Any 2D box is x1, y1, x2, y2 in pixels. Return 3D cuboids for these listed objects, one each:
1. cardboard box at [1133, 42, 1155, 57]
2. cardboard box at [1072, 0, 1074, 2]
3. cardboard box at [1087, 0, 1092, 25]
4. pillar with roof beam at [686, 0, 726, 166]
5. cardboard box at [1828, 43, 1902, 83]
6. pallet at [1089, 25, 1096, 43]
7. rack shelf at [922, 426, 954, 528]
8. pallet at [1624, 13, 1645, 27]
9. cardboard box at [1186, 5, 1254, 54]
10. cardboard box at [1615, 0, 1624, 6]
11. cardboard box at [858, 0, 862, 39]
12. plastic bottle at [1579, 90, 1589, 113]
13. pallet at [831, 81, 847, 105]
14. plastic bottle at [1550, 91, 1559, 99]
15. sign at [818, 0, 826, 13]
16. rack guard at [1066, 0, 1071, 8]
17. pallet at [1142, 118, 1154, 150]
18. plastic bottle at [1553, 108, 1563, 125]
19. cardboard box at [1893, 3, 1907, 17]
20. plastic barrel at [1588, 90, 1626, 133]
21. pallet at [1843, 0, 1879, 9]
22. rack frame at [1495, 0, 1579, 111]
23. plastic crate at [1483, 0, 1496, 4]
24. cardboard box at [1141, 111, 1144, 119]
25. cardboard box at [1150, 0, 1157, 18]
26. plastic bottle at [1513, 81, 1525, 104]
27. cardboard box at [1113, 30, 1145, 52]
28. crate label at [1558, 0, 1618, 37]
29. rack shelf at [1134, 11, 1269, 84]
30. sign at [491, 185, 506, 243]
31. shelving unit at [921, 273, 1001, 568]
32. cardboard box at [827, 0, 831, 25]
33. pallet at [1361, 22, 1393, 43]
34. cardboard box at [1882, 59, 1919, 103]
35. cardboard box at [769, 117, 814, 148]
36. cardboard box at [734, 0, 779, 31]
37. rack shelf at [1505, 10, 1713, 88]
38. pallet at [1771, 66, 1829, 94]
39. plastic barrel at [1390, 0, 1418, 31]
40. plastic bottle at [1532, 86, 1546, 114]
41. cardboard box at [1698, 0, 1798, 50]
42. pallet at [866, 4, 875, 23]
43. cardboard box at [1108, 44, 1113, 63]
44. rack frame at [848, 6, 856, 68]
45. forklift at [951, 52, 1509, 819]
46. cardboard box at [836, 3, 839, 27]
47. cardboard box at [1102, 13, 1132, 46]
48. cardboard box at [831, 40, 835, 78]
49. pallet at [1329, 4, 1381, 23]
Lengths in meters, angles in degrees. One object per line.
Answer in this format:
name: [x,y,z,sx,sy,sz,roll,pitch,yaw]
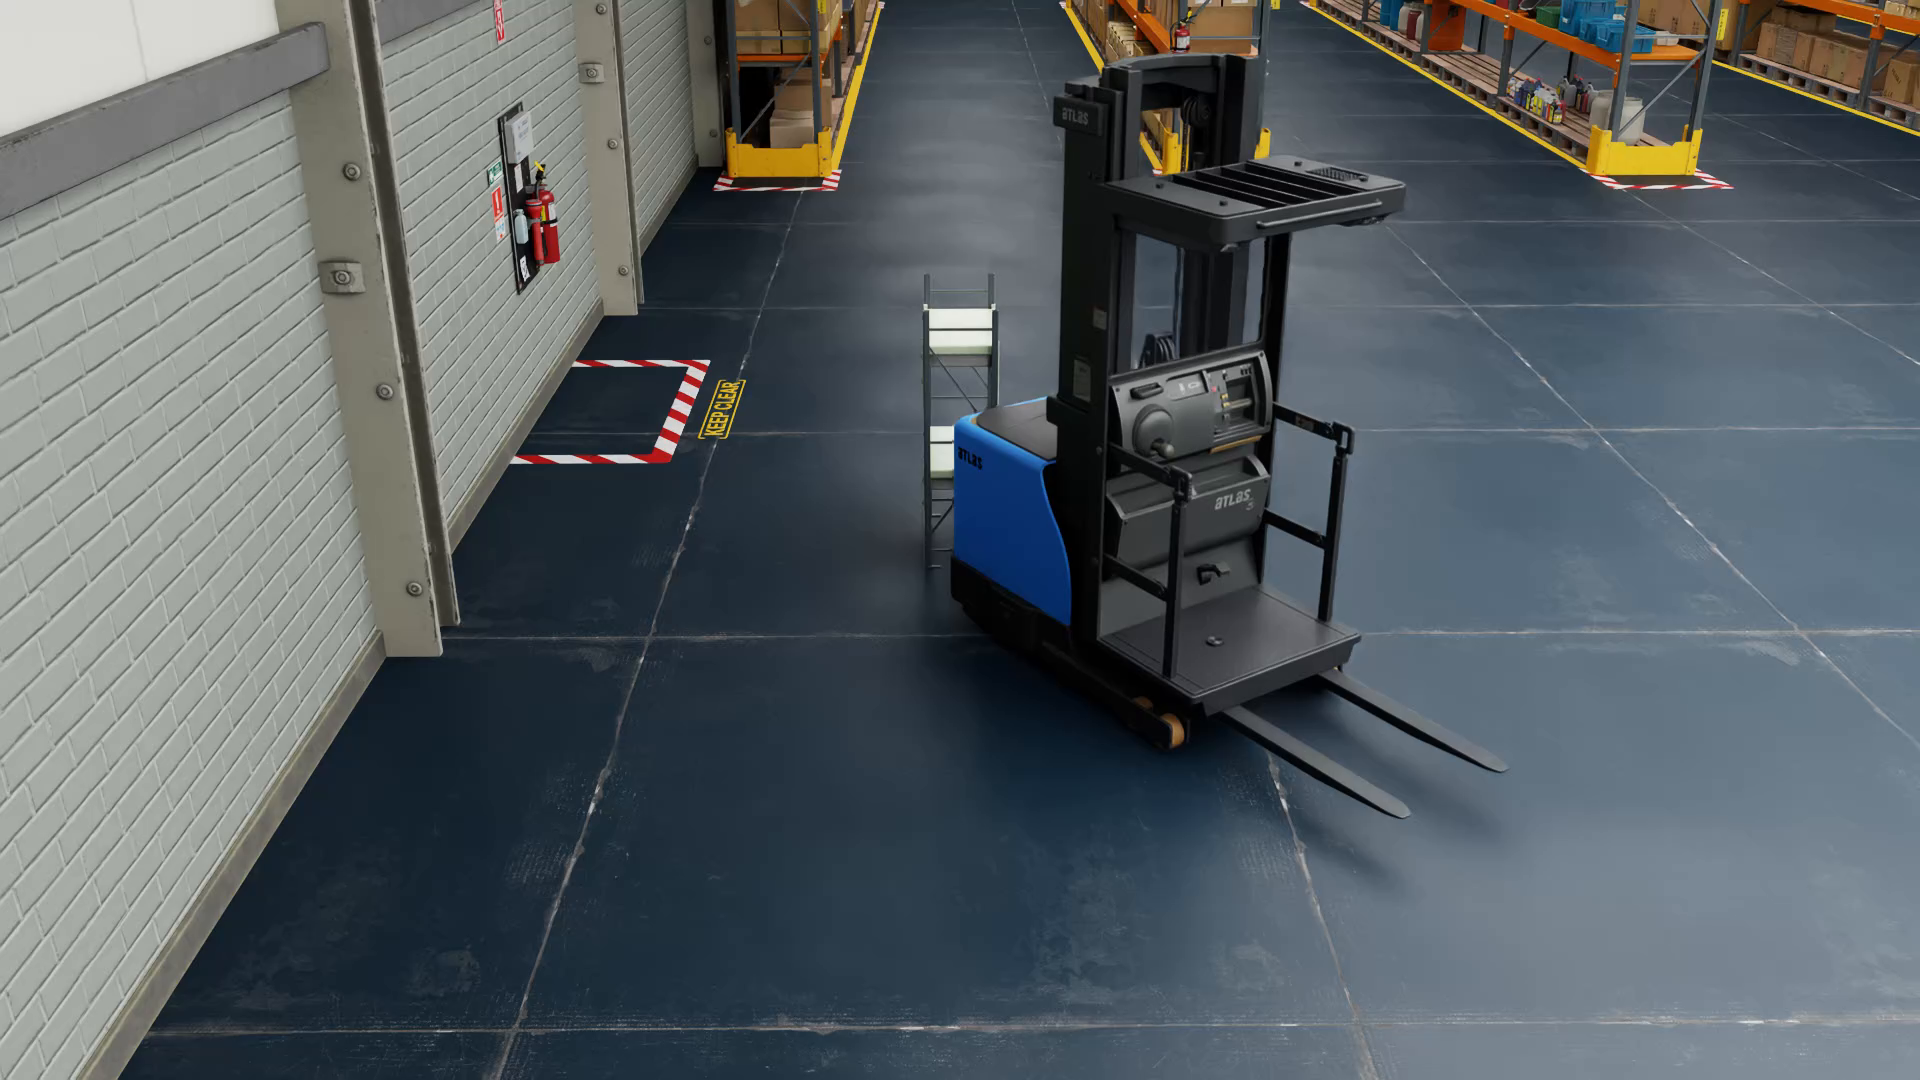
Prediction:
cardboard box: [2.547,-6.277,21.906,0.500,0.500,0.500,0,24,-1]
cardboard box: [2.452,-10.650,32.461,0.500,0.250,0.500,0,24,-1]
cardboard box: [2.529,-9.347,29.276,0.500,0.500,0.500,-1,24,-3]
pillar with roof beam: [1.377,-8.555,17.745,9.100,9.000,0.400,0,24,-1]
cardboard box: [12.789,-6.744,23.520,0.700,0.500,0.500,0,24,-1]
pallet: [2.814,-8.880,29.129,1.003,0.211,1.213,0,24,-1]
rack shelf: [0.000,-0.384,9.569,0.431,0.370,0.720,0,24,-1]
pallet: [12.743,-9.572,30.658,1.003,0.211,1.213,0,24,-1]
cardboard box: [2.906,-5.779,18.767,0.700,0.500,0.500,0,24,-1]
cardboard box: [12.737,-10.395,31.163,0.875,0.875,0.875,0,24,-1]
cardboard box: [-2.022,-8.690,27.424,0.750,0.750,0.750,0,24,-1]
plastic bottle: [8.000,-5.629,21.318,0.061,0.283,0.133,0,24,-1]
pallet: [-2.108,-6.216,23.237,1.003,0.211,1.213,0,24,-1]
plastic bottle: [7.557,-5.593,21.248,0.152,0.276,0.135,0,24,-1]
sign: [-1.512,-5.914,18.136,0.100,0.325,0.005,0,24,-1]
rack guard: [2.725,-10.964,33.385,1.175,0.500,0.348,0,24,-1]
pallet: [2.838,-5.087,20.741,1.003,0.211,1.213,0,24,-1]
plastic bottle: [7.393,-5.242,20.562,0.097,0.201,0.097,0,24,0]
cardboard box: [12.452,-6.925,21.726,0.380,0.149,0.250,0,24,-1]
plastic barrel: [7.763,-5.097,19.889,0.421,0.512,0.421,0,24,0]
pallet: [12.898,-7.461,22.838,1.003,0.211,1.213,0,24,-1]
rack frame: [7.808,-7.210,22.052,1.000,3.000,0.127,0,24,-1]
plastic crate: [7.485,-7.656,23.057,0.392,0.384,0.575,0,24,-1]
cardboard box: [2.558,-5.523,21.149,0.500,0.250,0.500,0,24,-1]
cardboard box: [2.866,-7.052,21.581,0.700,0.500,0.500,-1,24,-2]
plastic bottle: [7.404,-5.903,21.934,0.152,0.276,0.135,1,24,1]
cardboard box: [2.541,-7.388,24.592,0.500,0.311,0.500,-1,24,-2]
crate label: [7.561,-6.335,20.074,0.502,0.435,0.616,0,24,-1]
rack shelf: [2.877,-6.037,20.332,1.077,0.370,4.000,0,24,-1]
sign: [-2.970,-2.099,10.708,0.001,0.329,0.234,0,24,-1]
shelving unit: [0.000,-0.681,9.435,0.431,1.500,0.755,0,24,-1]
cardboard box: [-1.755,-6.202,19.070,0.500,0.500,0.500,0,24,0]
pallet: [7.688,-8.918,29.212,1.003,0.211,1.213,0,24,-1]
cardboard box: [12.725,-6.120,22.165,0.500,0.500,0.500,-1,24,-2]
cardboard box: [-1.972,-4.778,19.404,0.500,0.311,0.500,-3,25,-7]
cardboard box: [-2.272,-5.993,18.609,0.500,0.500,0.500,-1,24,-1]
rack shelf: [7.830,-6.058,20.378,1.077,0.370,4.000,0,24,-1]
pallet: [12.735,-6.787,24.499,1.003,0.211,1.213,0,24,-1]
plastic barrel: [7.717,-9.226,28.546,0.600,0.901,0.708,0,24,-1]
plastic bottle: [7.409,-5.616,21.208,0.144,0.351,0.185,0,24,-1]
cardboard box: [12.730,-8.388,26.726,1.225,0.875,0.875,-1,24,-3]
pallet: [-2.132,-10.009,31.625,1.003,0.211,1.213,0,24,-1]
cardboard box: [2.530,-7.352,25.192,0.500,0.250,0.500,-1,24,-2]
rack frame: [-2.142,-8.814,25.598,1.000,3.000,0.127,0,24,-1]
forklift: [1.201,-0.598,7.515,1.130,2.935,3.031,-16,29,-31]
cardboard box: [-1.772,-6.500,20.640,0.500,0.250,0.500,0,24,-1]
cardboard box: [2.566,-8.283,26.925,0.500,0.500,0.500,1,24,2]
cardboard box: [-2.144,-6.953,23.984,0.700,0.500,0.500,0,24,0]
pallet: [7.658,-10.043,31.699,1.003,0.211,1.213,0,24,-1]
